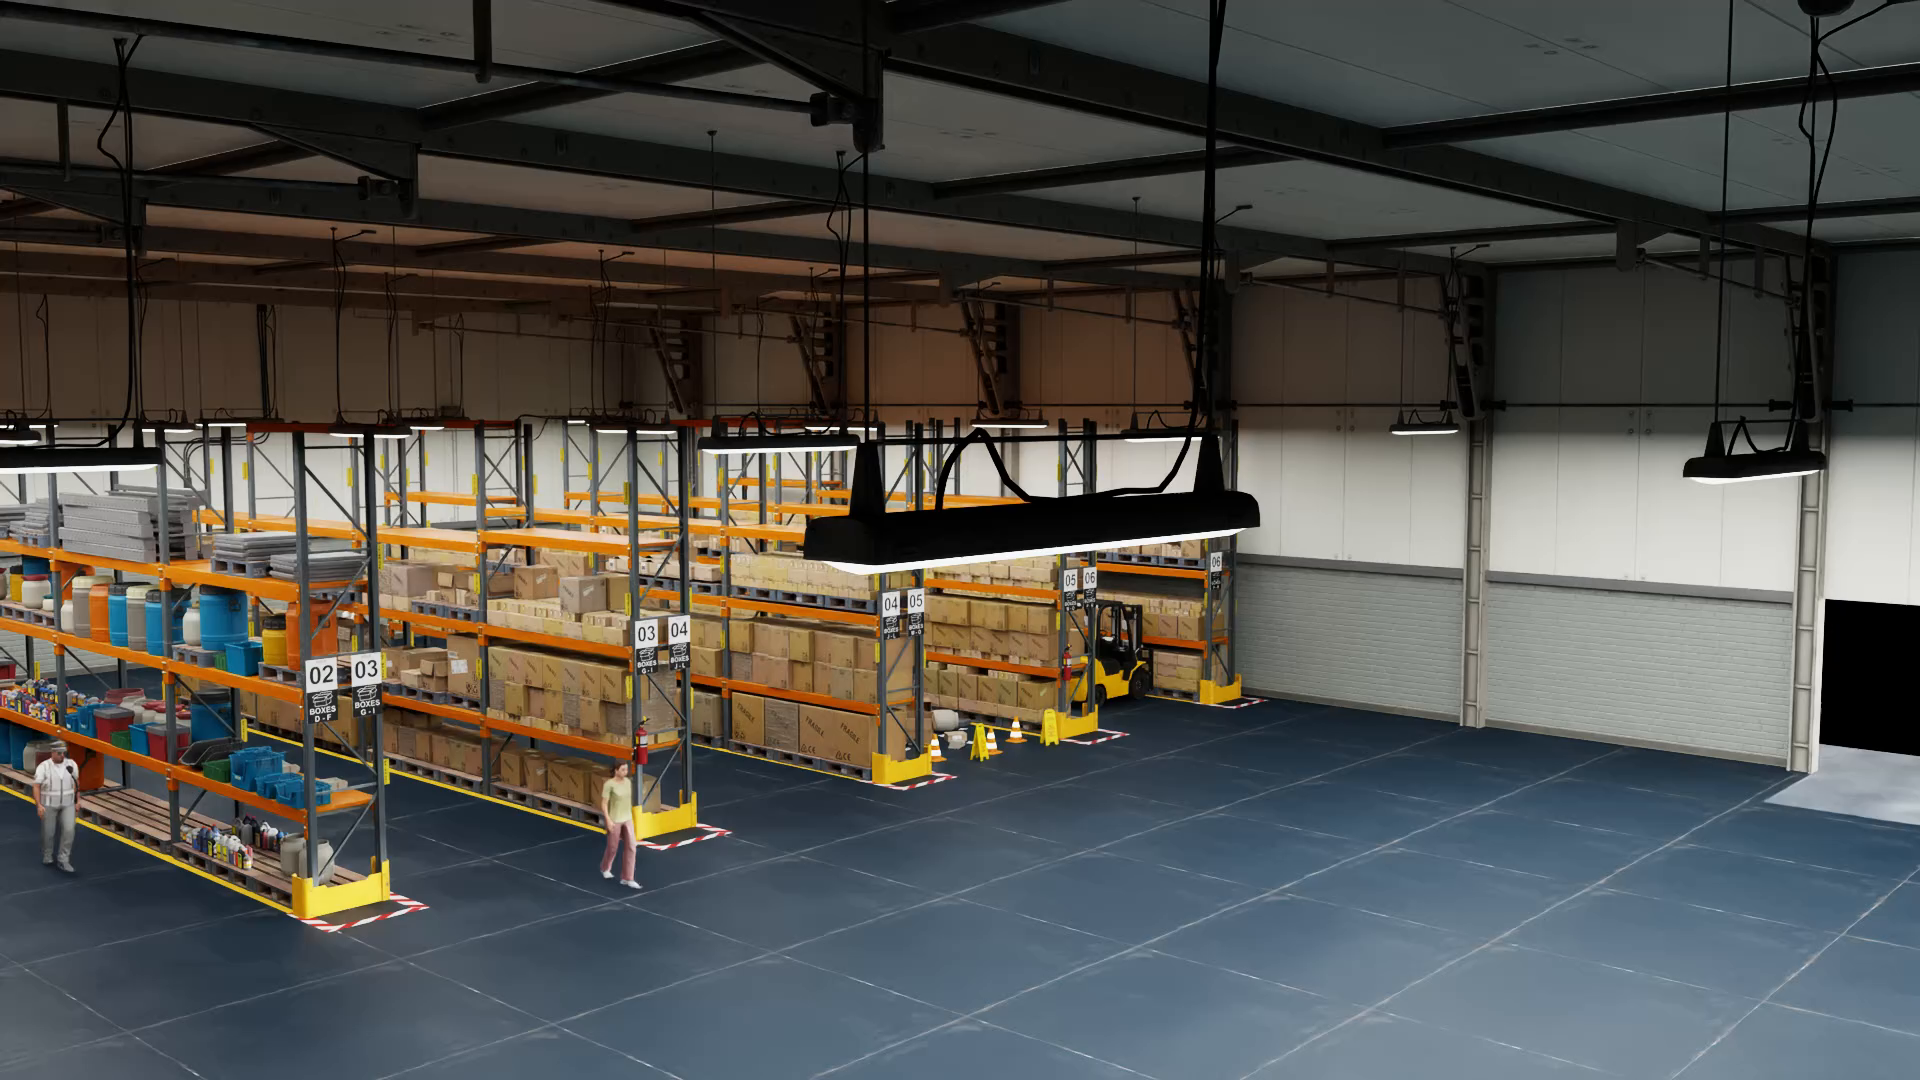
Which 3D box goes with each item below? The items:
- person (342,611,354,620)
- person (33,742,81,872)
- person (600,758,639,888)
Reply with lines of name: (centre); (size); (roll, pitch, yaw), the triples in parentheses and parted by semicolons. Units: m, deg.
person: (-14.199, 2.278, 38.898); (0.616, 1.767, 0.830); (1, 5, 13)
person: (-12.318, 3.633, 22.729); (0.729, 1.768, 0.617); (4, 6, 44)
person: (-4.486, 3.725, 21.981); (0.756, 1.672, 0.520); (4, 6, 42)
